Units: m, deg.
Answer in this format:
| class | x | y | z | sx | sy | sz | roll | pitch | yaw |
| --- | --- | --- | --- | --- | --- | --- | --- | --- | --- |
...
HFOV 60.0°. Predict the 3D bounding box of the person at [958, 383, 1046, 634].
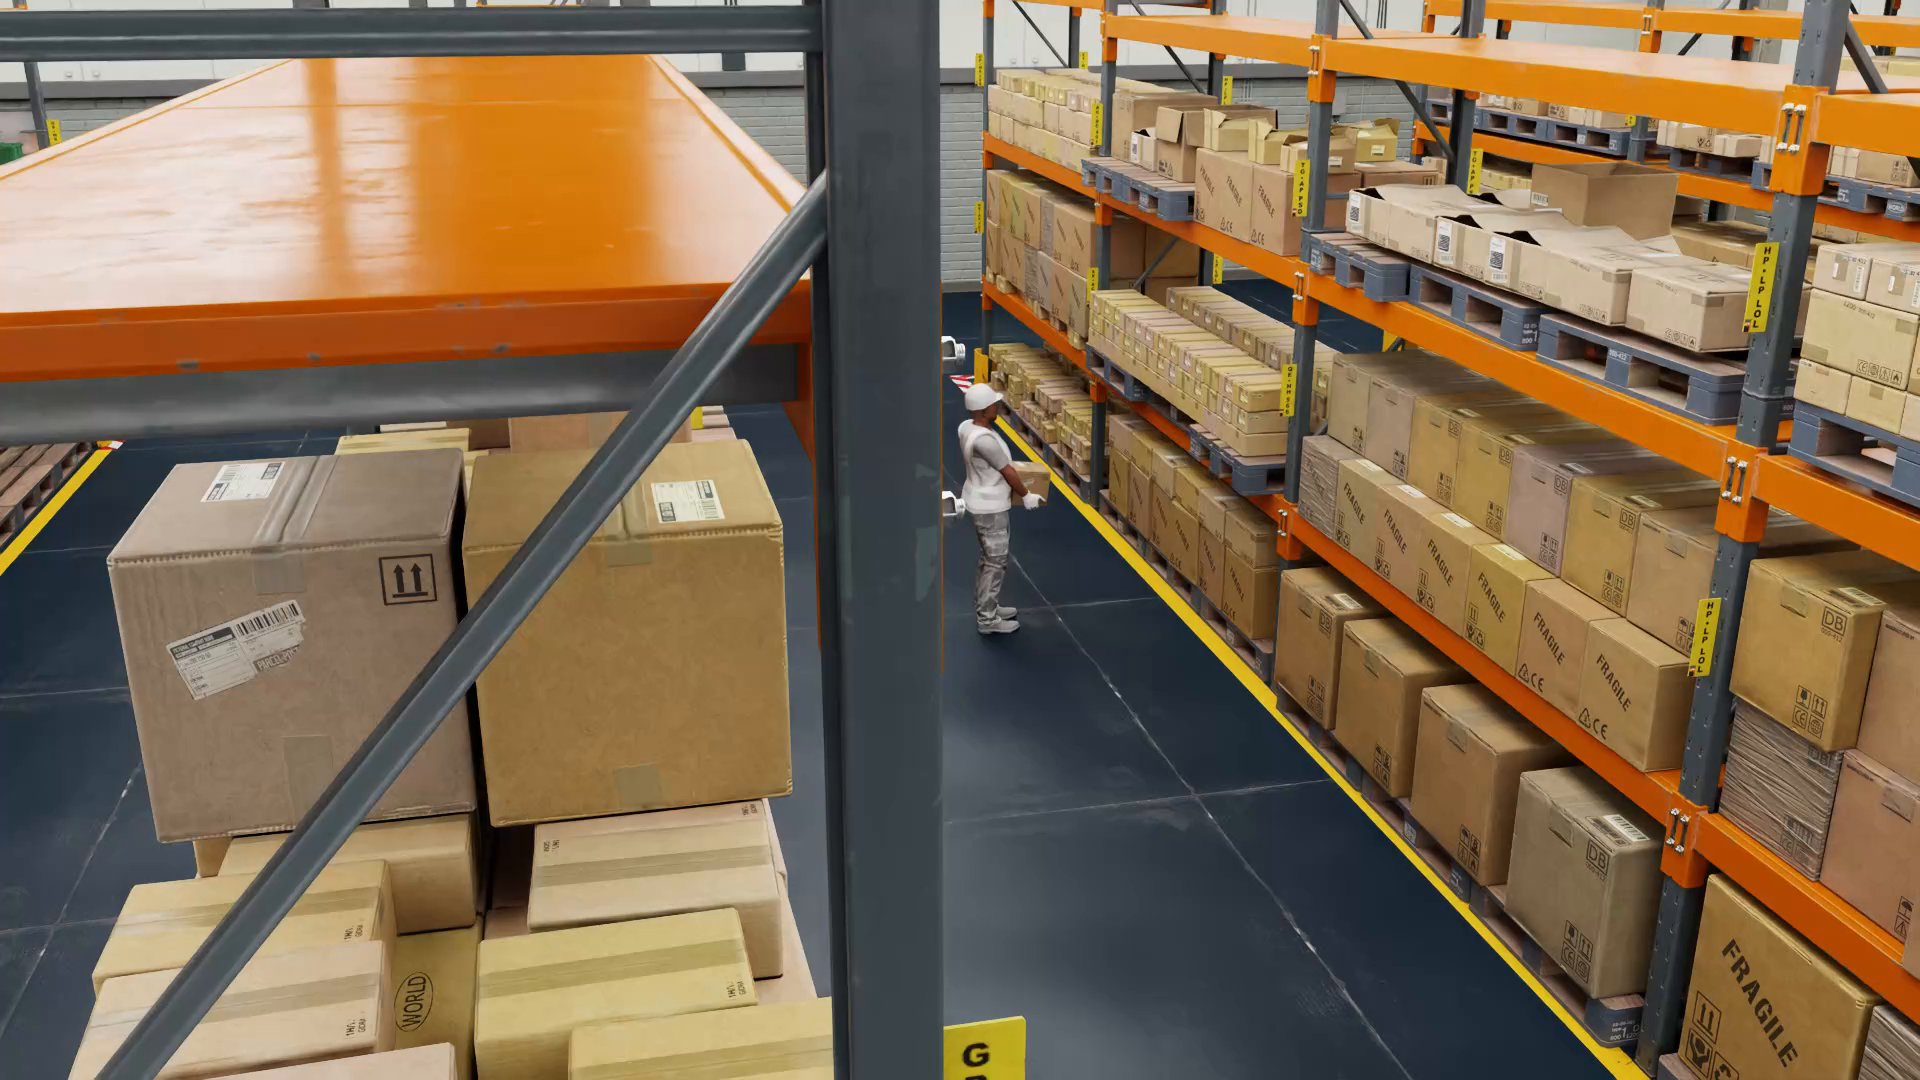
| class | x | y | z | sx | sy | sz | roll | pitch | yaw |
| --- | --- | --- | --- | --- | --- | --- | --- | --- | --- |
| person | 0.291 | -0.241 | 11.728 | 0.573 | 1.778 | 0.488 | -4 | 20 | -11 |
